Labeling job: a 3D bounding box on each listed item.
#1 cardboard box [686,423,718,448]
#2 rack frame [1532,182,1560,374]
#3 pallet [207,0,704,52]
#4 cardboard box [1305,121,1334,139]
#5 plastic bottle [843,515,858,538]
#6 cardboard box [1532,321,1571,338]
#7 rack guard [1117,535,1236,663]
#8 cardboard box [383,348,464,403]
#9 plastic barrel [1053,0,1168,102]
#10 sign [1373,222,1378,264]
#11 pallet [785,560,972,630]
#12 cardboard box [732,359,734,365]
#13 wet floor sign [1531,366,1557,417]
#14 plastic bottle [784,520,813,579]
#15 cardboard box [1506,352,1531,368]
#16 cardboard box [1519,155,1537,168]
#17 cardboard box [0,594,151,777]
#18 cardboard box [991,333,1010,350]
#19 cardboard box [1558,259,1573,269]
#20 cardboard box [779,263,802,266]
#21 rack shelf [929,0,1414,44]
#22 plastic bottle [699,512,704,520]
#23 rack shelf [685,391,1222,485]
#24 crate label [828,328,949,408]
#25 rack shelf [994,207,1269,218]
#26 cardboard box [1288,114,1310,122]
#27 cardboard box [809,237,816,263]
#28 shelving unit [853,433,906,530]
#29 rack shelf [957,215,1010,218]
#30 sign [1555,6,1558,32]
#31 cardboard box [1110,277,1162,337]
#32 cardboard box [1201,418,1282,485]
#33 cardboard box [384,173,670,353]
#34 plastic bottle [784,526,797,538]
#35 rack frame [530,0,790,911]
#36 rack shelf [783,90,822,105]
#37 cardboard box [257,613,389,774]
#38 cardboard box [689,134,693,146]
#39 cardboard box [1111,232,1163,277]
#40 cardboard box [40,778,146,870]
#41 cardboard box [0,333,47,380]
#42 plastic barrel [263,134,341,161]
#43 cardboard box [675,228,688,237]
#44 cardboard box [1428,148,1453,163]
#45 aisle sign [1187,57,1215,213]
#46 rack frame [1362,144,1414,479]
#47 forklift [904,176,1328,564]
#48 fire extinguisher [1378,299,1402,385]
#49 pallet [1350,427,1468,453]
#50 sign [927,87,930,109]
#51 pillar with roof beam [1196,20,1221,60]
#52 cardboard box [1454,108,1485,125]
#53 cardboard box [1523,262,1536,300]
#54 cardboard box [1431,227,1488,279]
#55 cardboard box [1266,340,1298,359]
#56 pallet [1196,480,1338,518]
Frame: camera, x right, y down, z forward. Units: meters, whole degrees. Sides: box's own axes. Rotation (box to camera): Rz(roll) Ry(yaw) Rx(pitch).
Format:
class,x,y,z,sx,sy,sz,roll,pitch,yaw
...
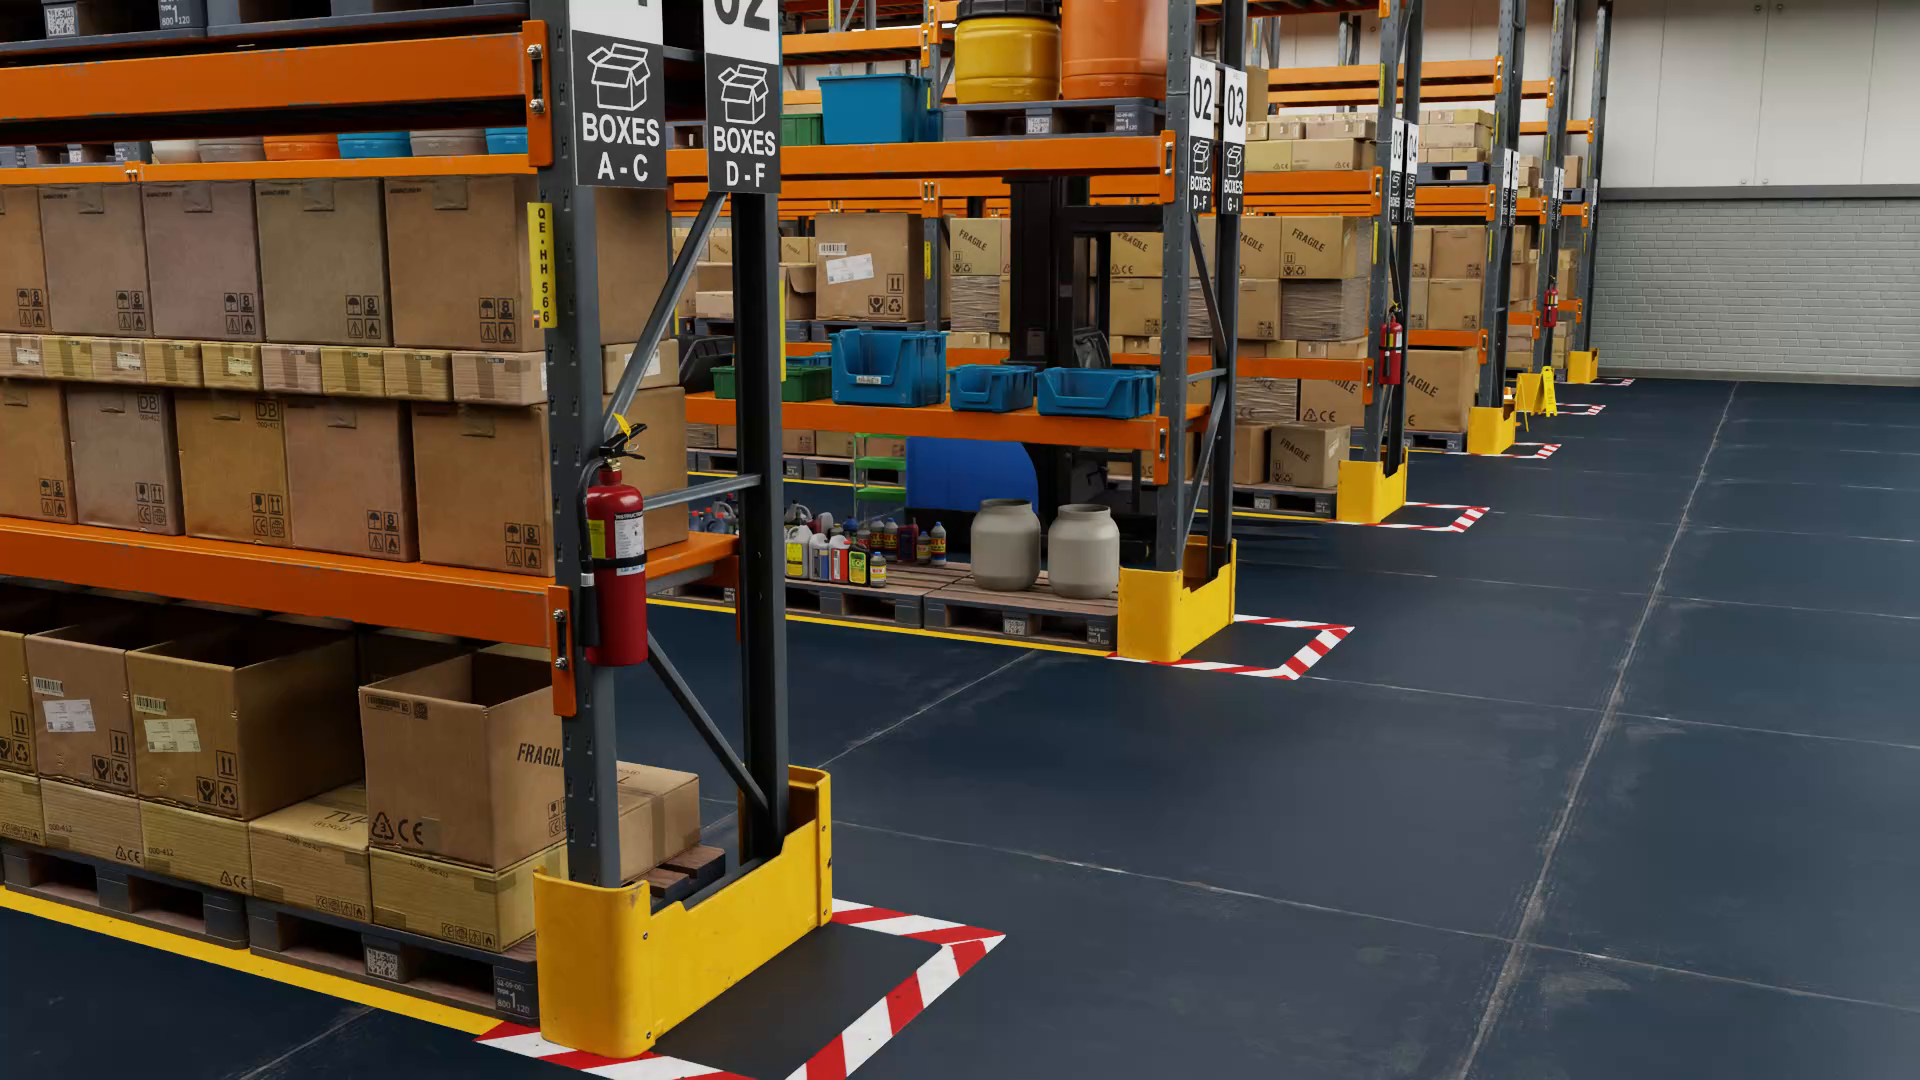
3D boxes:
class,x,y,z,sx,sy,sz,roll,pitch,yaw
cardboard box,-2.521,-1.230,16.886,0.500,0.500,0.700,4,11,21
rack frame,7.925,-3.287,22.469,0.127,3.000,1.000,5,11,26
pallet,-1.469,-1.615,5.055,1.213,0.211,1.003,5,11,26
cardboard box,2.971,-3.314,13.497,0.250,0.149,0.380,5,11,24
plastic bottle,-0.718,-0.031,10.902,0.097,0.271,0.097,0,10,0
cardboard box,9.567,-3.412,26.894,0.500,0.250,0.500,5,12,28
rack guard,1.260,0.318,9.567,0.348,0.500,1.175,5,11,26
cardboard box,-1.509,-0.511,5.028,0.250,0.149,0.380,5,12,27
plastic barrel,0.857,-2.825,9.110,0.708,0.830,0.600,5,11,26
sign,3.277,-2.342,13.111,0.005,0.325,0.100,5,11,26
pallet,-0.557,0.299,10.484,1.213,0.211,1.003,5,11,26
cardboard box,-3.000,-2.186,22.226,0.500,0.500,0.500,4,11,23
wet floor sign,7.622,-1.942,21.651,0.267,0.644,0.232,-10,14,-43
plastic bottle,-0.981,0.052,10.225,0.185,0.351,0.144,6,12,28
cardboard box,9.115,-2.961,27.209,0.500,0.250,0.500,5,11,26
cardboard box,7.491,-5.011,22.040,0.250,0.149,0.380,5,11,26
cardboard box,-3.259,0.505,5.952,0.500,0.500,0.500,5,11,26
cardboard box,0.468,-1.794,14.924,0.250,0.149,0.380,5,11,26
cardboard box,9.683,-4.431,26.687,0.250,0.149,0.380,5,11,27
cardboard box,-2.215,-3.480,21.392,0.250,0.149,0.380,5,11,25
rack shelf,1.747,-4.458,14.124,4.000,0.370,1.077,5,11,26
plastic bottle,-1.775,-0.089,11.421,0.097,0.201,0.097,0,10,0
rack shelf,-0.445,-0.717,10.288,4.000,0.370,1.077,5,11,26
crate label,-0.422,-1.032,9.912,0.616,0.435,0.502,5,11,26
rack shelf,2.544,-4.882,24.878,4.000,0.370,1.077,5,11,26
cardboard box,3.779,-4.601,18.315,0.250,0.149,0.380,5,11,26
cardboard box,-2.101,-4.657,26.953,0.500,0.500,0.500,5,11,25
shelving unit,-0.541,-0.621,12.794,0.503,1.200,0.258,3,11,19
rack shelf,1.150,-5.990,31.001,4.000,0.370,1.077,5,11,26
sign,7.661,-6.689,21.356,0.005,0.325,0.100,5,11,26
cardboard box,1.685,-2.055,14.547,0.500,0.500,0.875,5,11,26
cardboard box,2.436,-0.774,14.425,0.500,0.500,0.500,9,14,41
cardboard box,-1.307,-0.853,5.096,0.500,0.500,0.700,5,11,26
plastic bottle,-1.105,0.048,10.455,0.135,0.276,0.152,5,11,26
rack frame,-0.846,-0.122,4.983,0.127,3.000,1.000,5,11,26
rack shelf,-3.142,-5.678,21.976,4.000,0.370,1.077,5,11,26
cardboard box,-2.132,0.501,5.976,0.500,0.500,0.500,5,11,26
cardboard box,-2.419,-3.949,16.018,0.500,0.500,0.500,5,11,24
cardboard box,1.595,-2.515,14.278,0.500,0.500,0.500,5,11,26
cardboard box,-2.809,0.913,5.806,0.500,0.250,0.500,5,11,26
cardboard box,-3.121,-0.653,5.813,0.250,0.149,0.380,5,11,24
plastic barrel,-4.599,-3.080,11.697,0.708,0.830,0.600,5,11,26
cardboard box,-4.599,-5.194,28.097,0.250,0.149,0.380,5,11,26
cardboard box,5.152,-4.089,17.722,0.250,0.149,0.380,5,11,26
aisle sign,1.282,-2.139,8.828,0.004,0.787,0.394,5,11,26
rack frame,3.540,-1.704,13.724,0.127,3.000,1.000,5,11,26
forklift,1.156,-1.381,12.130,3.031,2.935,1.130,3,11,19
fire extinguisher,3.439,-1.583,13.274,0.183,0.674,0.296,5,11,26
pallet,5.074,-1.167,18.584,1.213,0.211,1.003,5,11,26
sign,-0.289,-3.855,14.626,0.005,0.325,0.100,5,11,26
pillar with roof beam,2.607,-7.016,26.228,0.548,9.000,9.100,5,11,26
cardboard box,5.373,-4.461,17.542,0.250,0.149,0.380,5,11,26
cardboard box,7.623,-3.564,22.884,0.500,0.500,0.500,5,11,25
cardboard box,5.510,-3.129,18.143,0.550,0.550,0.875,5,11,26
cardboard box,2.722,-1.601,13.861,0.250,0.149,0.380,5,11,26
pallet,2.759,-0.408,14.390,1.213,0.211,1.003,5,11,26
